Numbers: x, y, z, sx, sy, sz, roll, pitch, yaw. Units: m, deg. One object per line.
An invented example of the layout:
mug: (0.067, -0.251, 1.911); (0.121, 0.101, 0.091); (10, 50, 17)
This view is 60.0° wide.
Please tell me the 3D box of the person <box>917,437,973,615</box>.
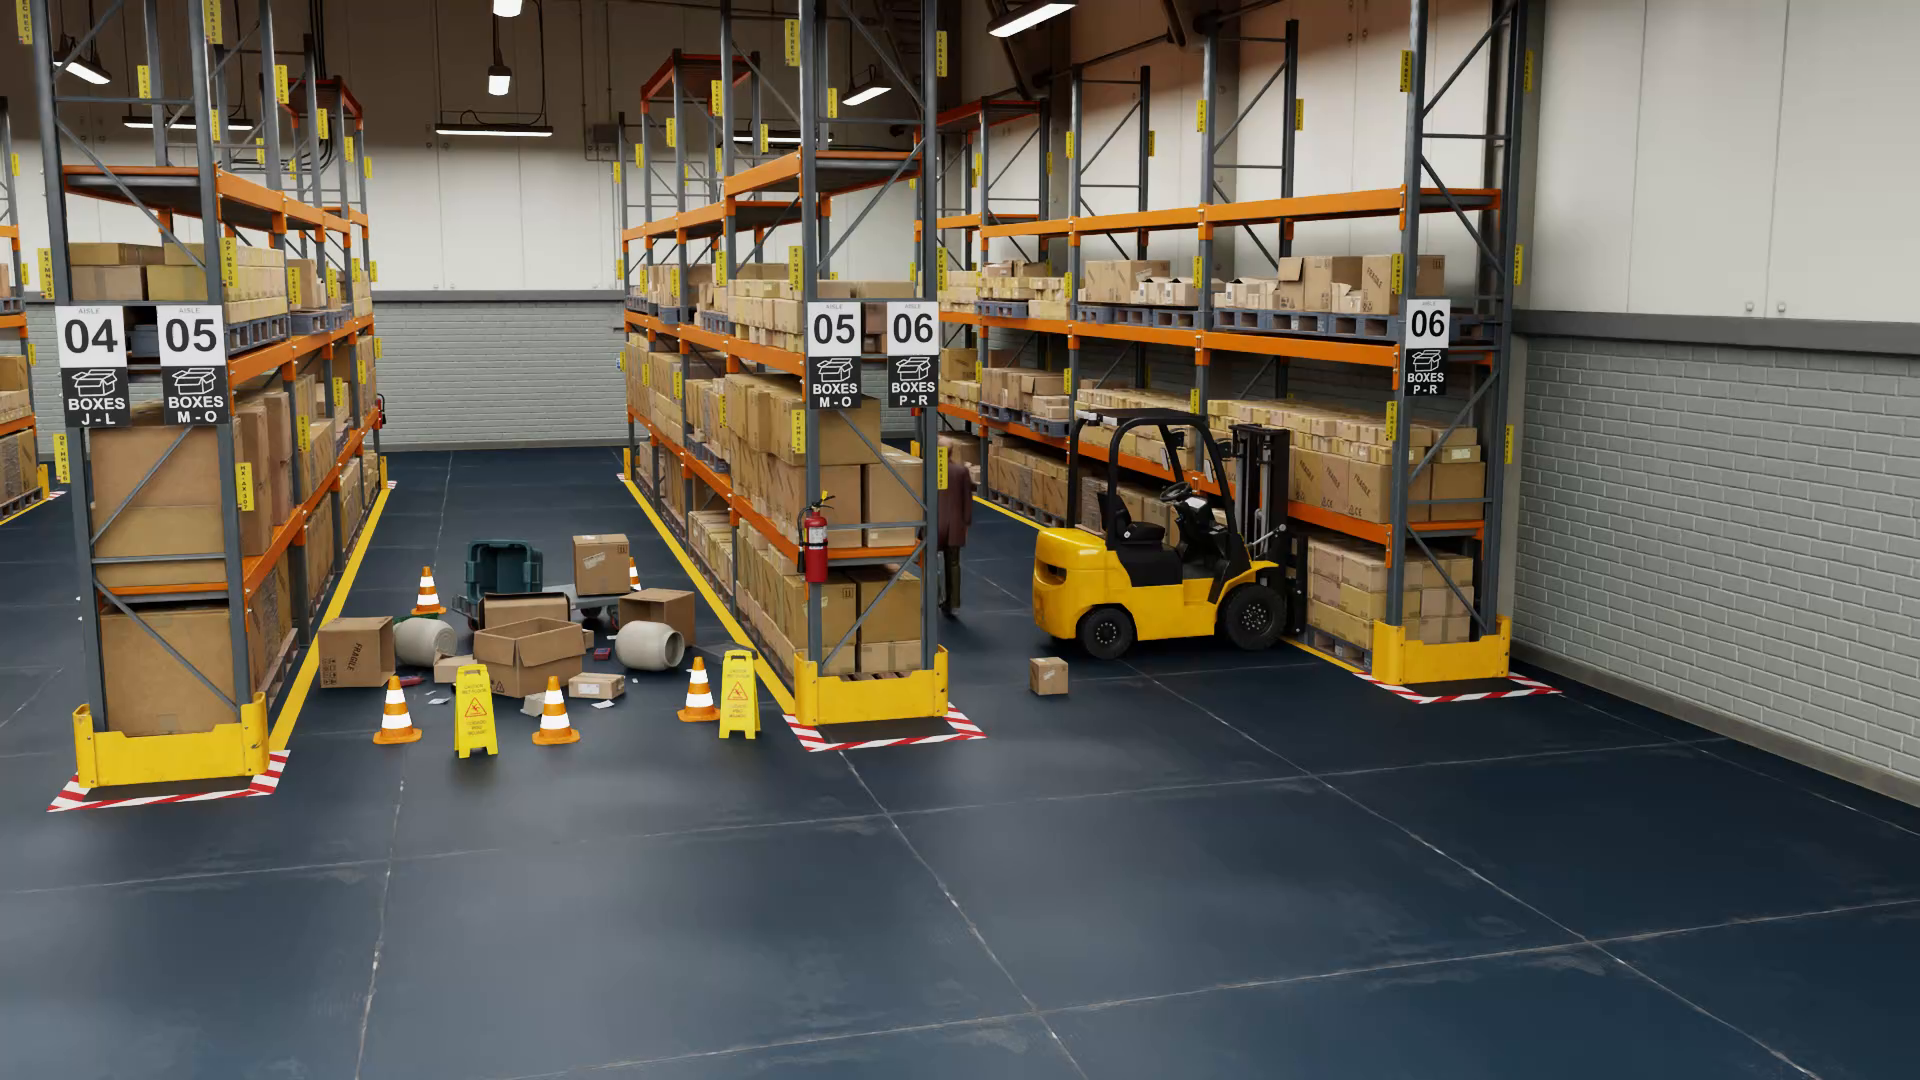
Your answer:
person: (-0.142, -0.022, 16.699); (0.614, 1.617, 0.566); (-3, 10, -21)
